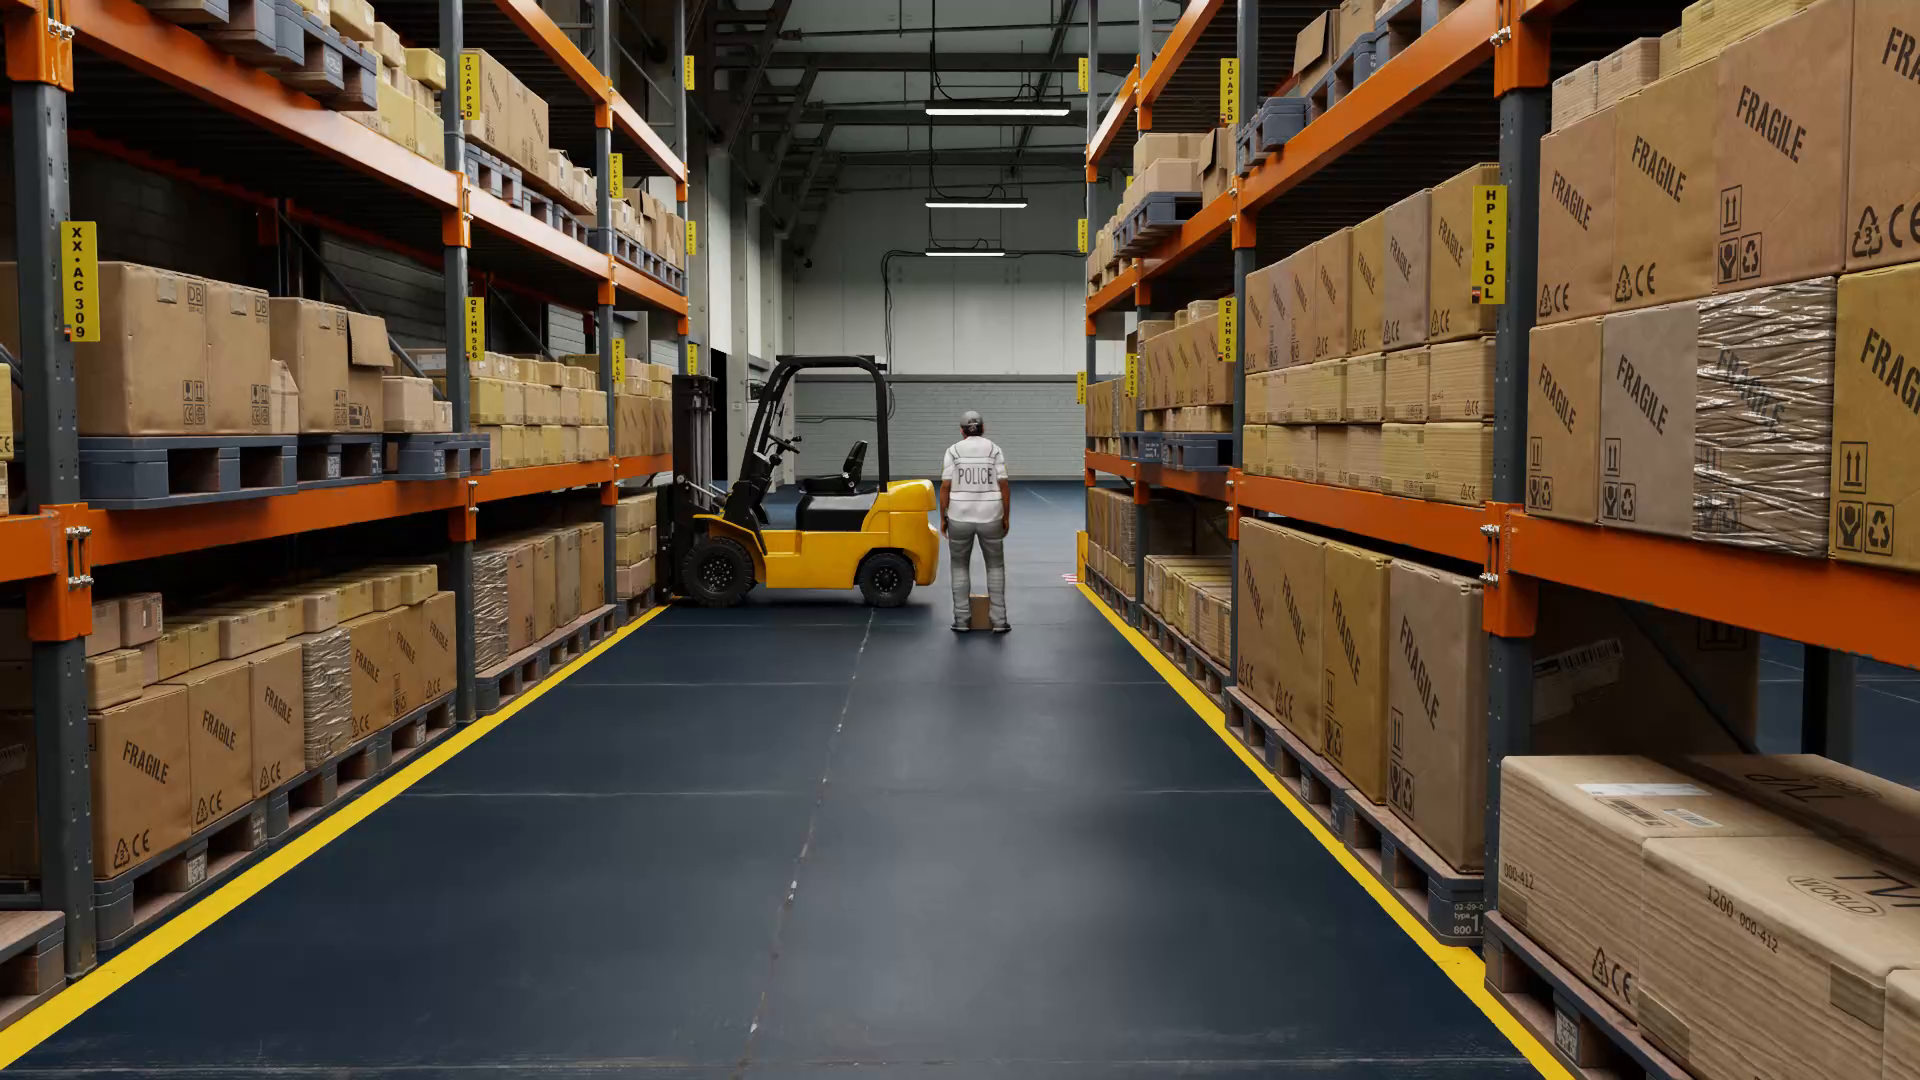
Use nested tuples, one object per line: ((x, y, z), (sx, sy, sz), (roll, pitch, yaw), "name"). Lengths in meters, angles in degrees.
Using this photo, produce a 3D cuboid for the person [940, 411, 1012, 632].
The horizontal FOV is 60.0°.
((0.122, -0.140, 12.531), (0.547, 1.666, 0.473), (0, 4, -2), "person")
